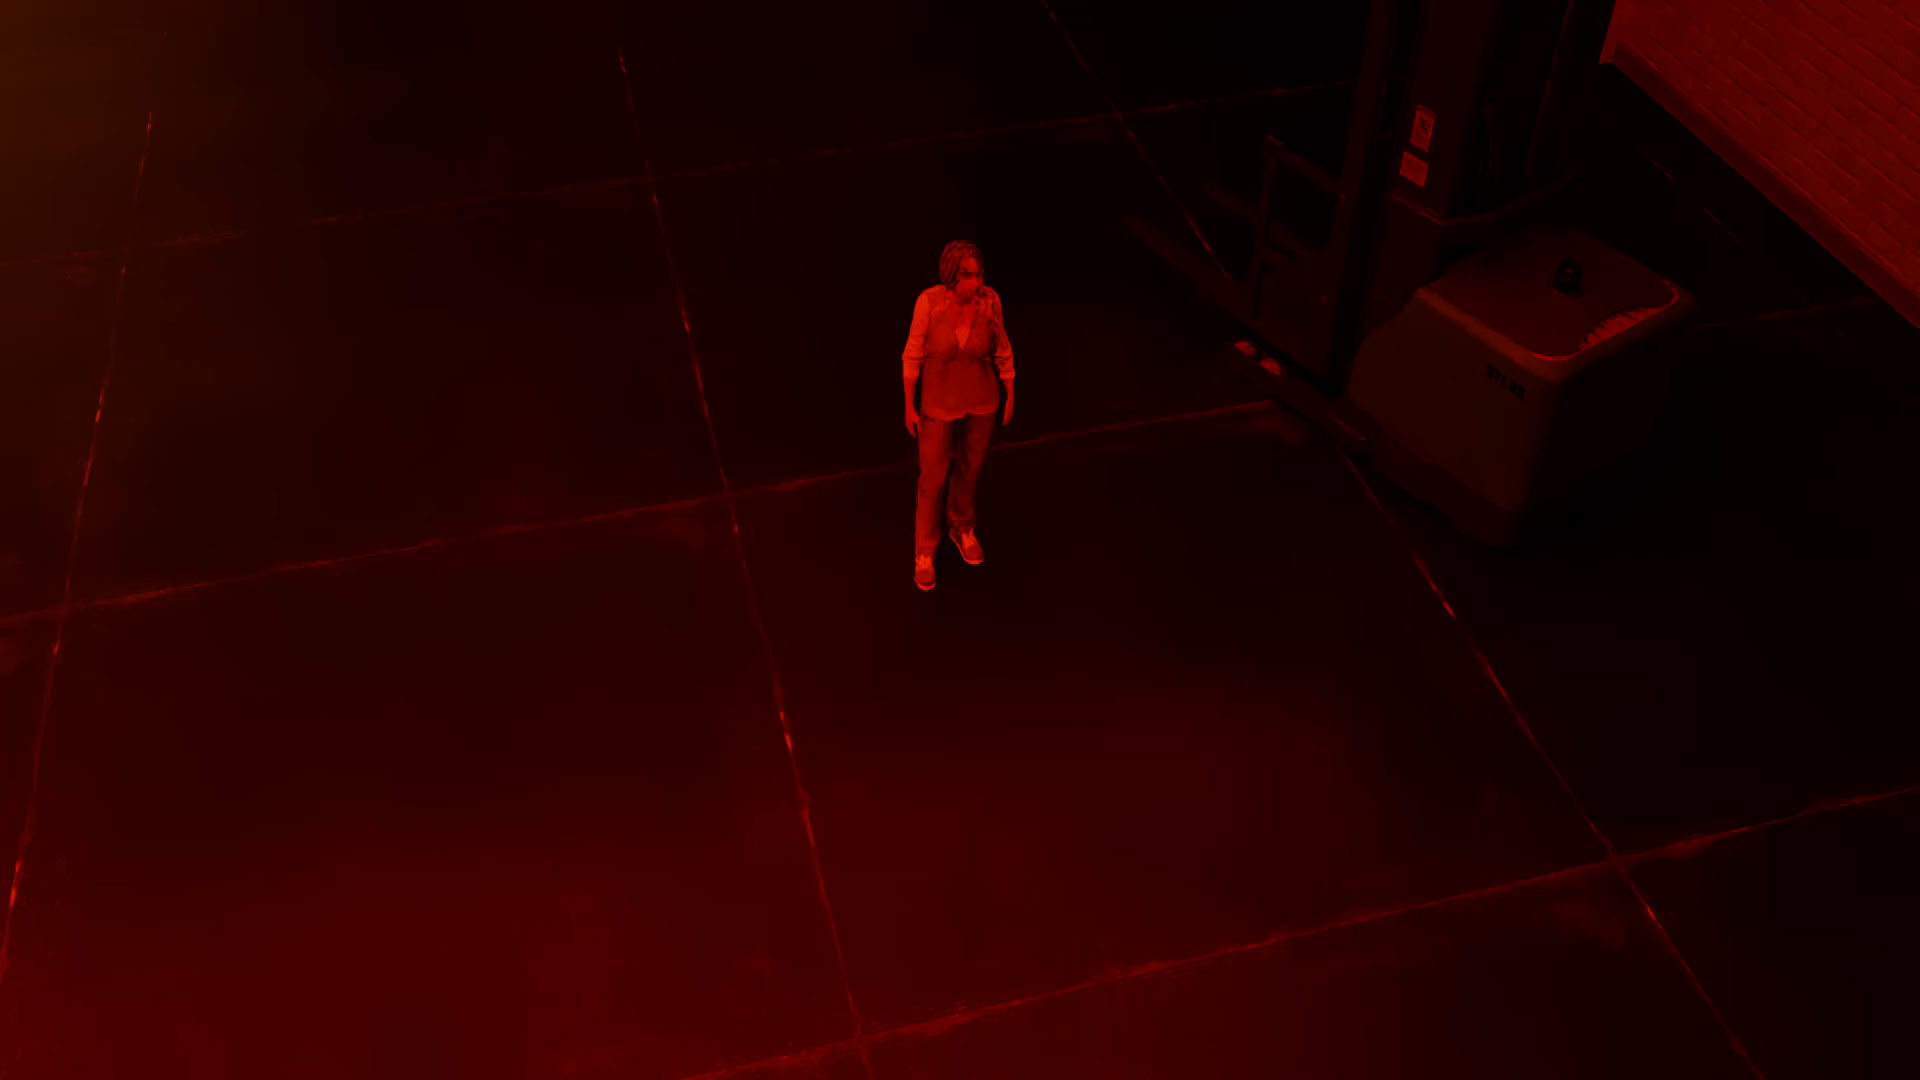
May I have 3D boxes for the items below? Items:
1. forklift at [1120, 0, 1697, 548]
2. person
[{"bbox_3d":[2.038,-2.004,7.766,1.130,2.935,3.031,-26,49,-25],"label":"forklift"},{"bbox_3d":[0.005,-0.531,7.173,0.521,1.591,0.474,-10,44,-11],"label":"person"}]
